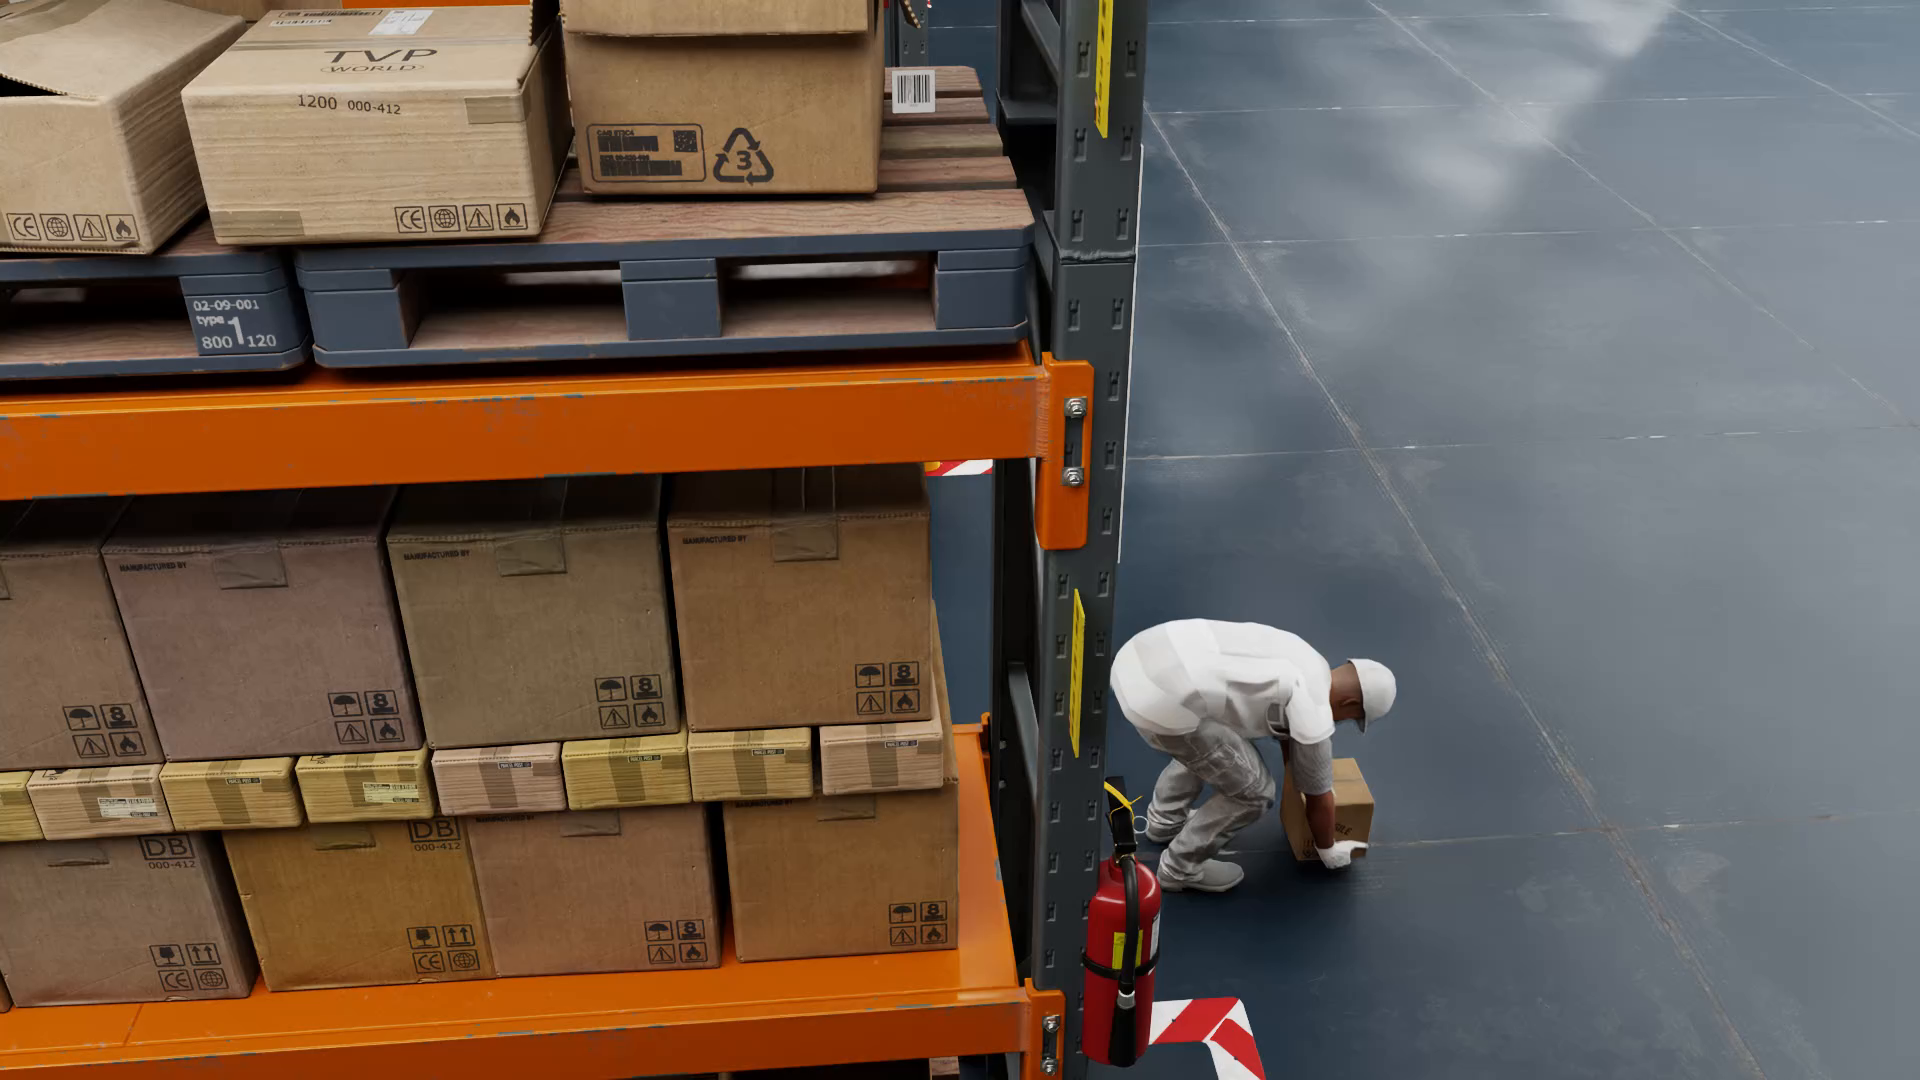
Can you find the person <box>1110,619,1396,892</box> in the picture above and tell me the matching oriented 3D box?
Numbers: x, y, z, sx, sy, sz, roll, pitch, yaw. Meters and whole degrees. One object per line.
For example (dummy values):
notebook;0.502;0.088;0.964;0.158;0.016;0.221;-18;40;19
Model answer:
person;0.998;0.704;5.721;0.981;0.973;0.522;-4;31;-7
